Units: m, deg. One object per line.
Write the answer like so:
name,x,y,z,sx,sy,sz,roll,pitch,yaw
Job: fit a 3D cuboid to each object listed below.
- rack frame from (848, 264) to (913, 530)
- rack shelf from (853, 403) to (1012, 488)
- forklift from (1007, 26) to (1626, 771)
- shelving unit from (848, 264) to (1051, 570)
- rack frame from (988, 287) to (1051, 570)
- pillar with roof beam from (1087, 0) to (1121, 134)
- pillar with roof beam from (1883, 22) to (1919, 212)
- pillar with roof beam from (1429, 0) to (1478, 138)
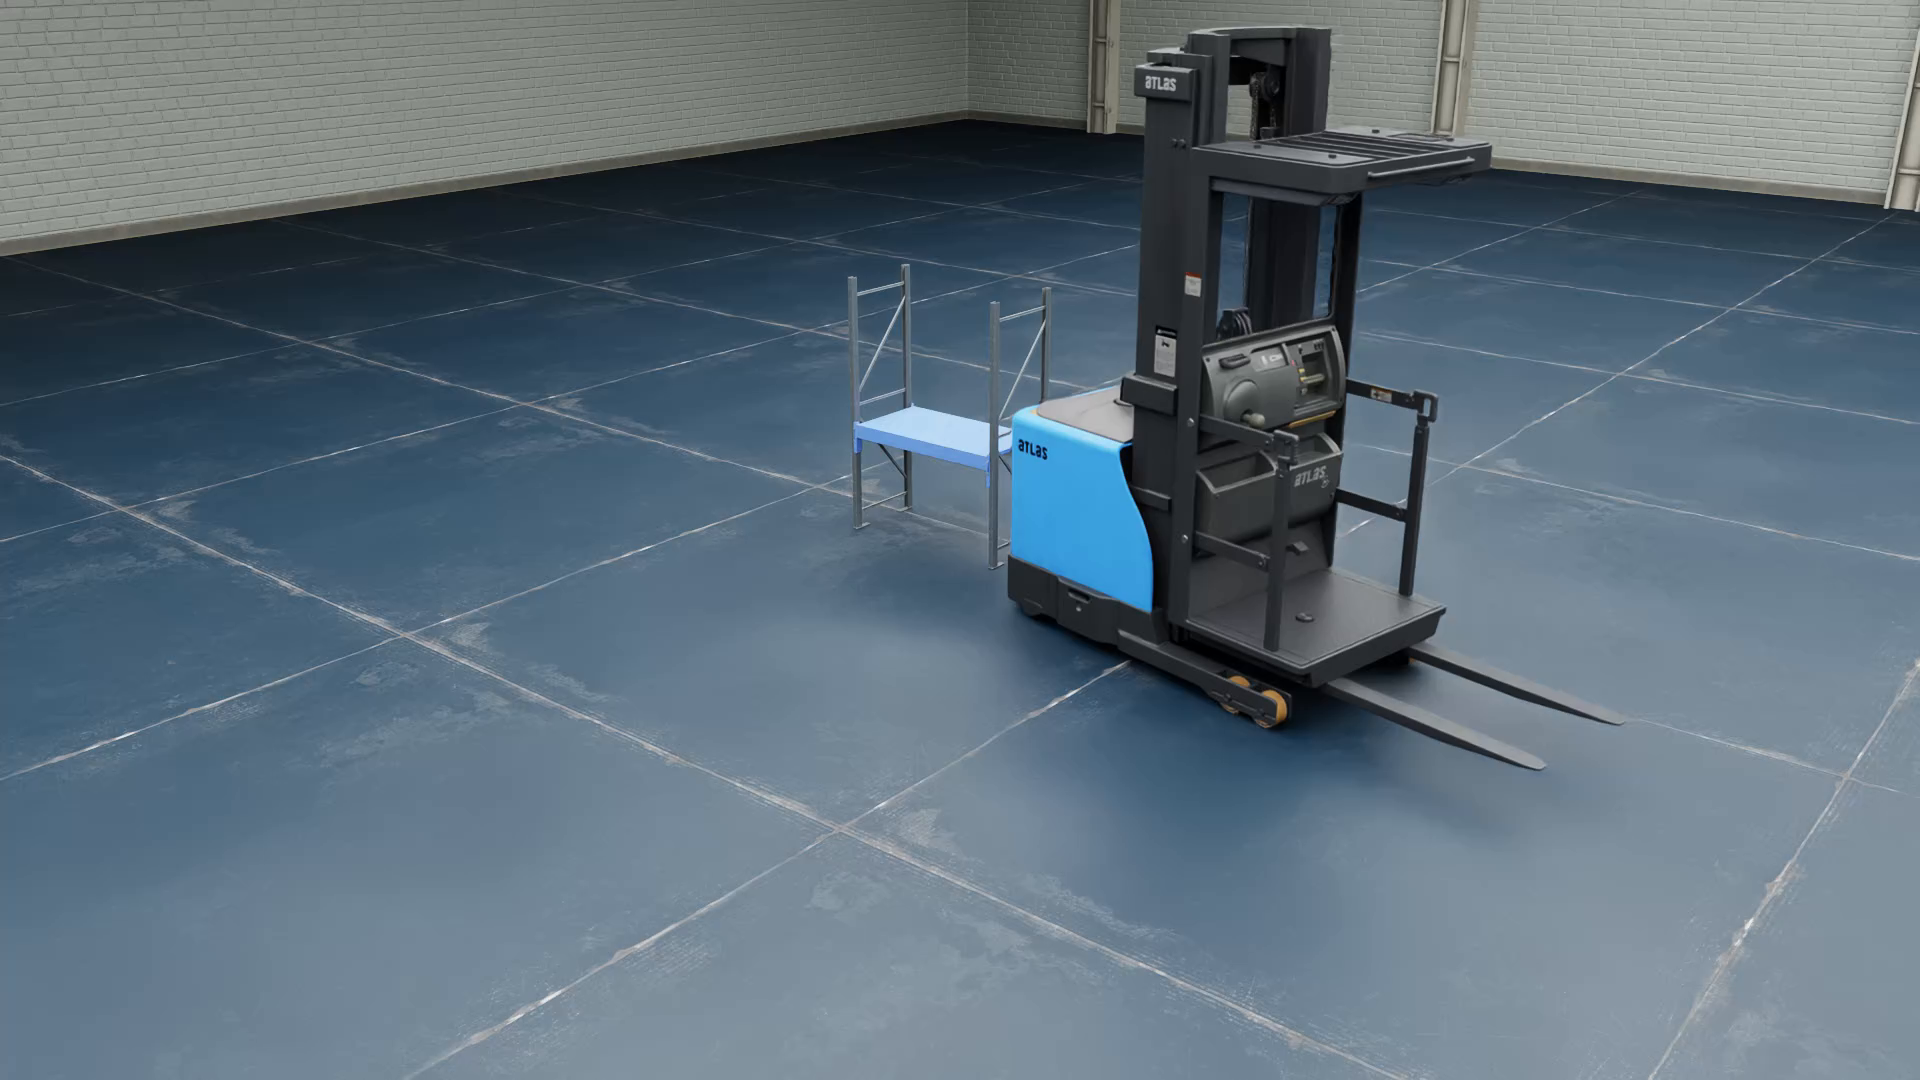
rack frame,-0.460,-0.834,9.755,0.032,1.500,0.500,16,26,36
rack shelf,-0.066,-0.552,9.517,1.000,0.185,0.538,16,26,36
forklift,1.581,-0.732,7.455,1.130,2.935,3.031,-17,26,-37
shelving unit,-0.066,-0.721,9.454,1.048,1.500,0.538,16,26,36
rack frame,0.328,-0.607,9.153,0.032,1.500,0.500,16,26,36
pillar with roof beam,-0.370,-9.804,22.912,0.400,9.000,9.100,16,26,36
pillar with roof beam,8.927,-7.126,15.812,0.400,9.000,9.100,16,26,36
pillar with roof beam,4.278,-8.465,19.362,0.400,9.000,9.100,16,26,36
